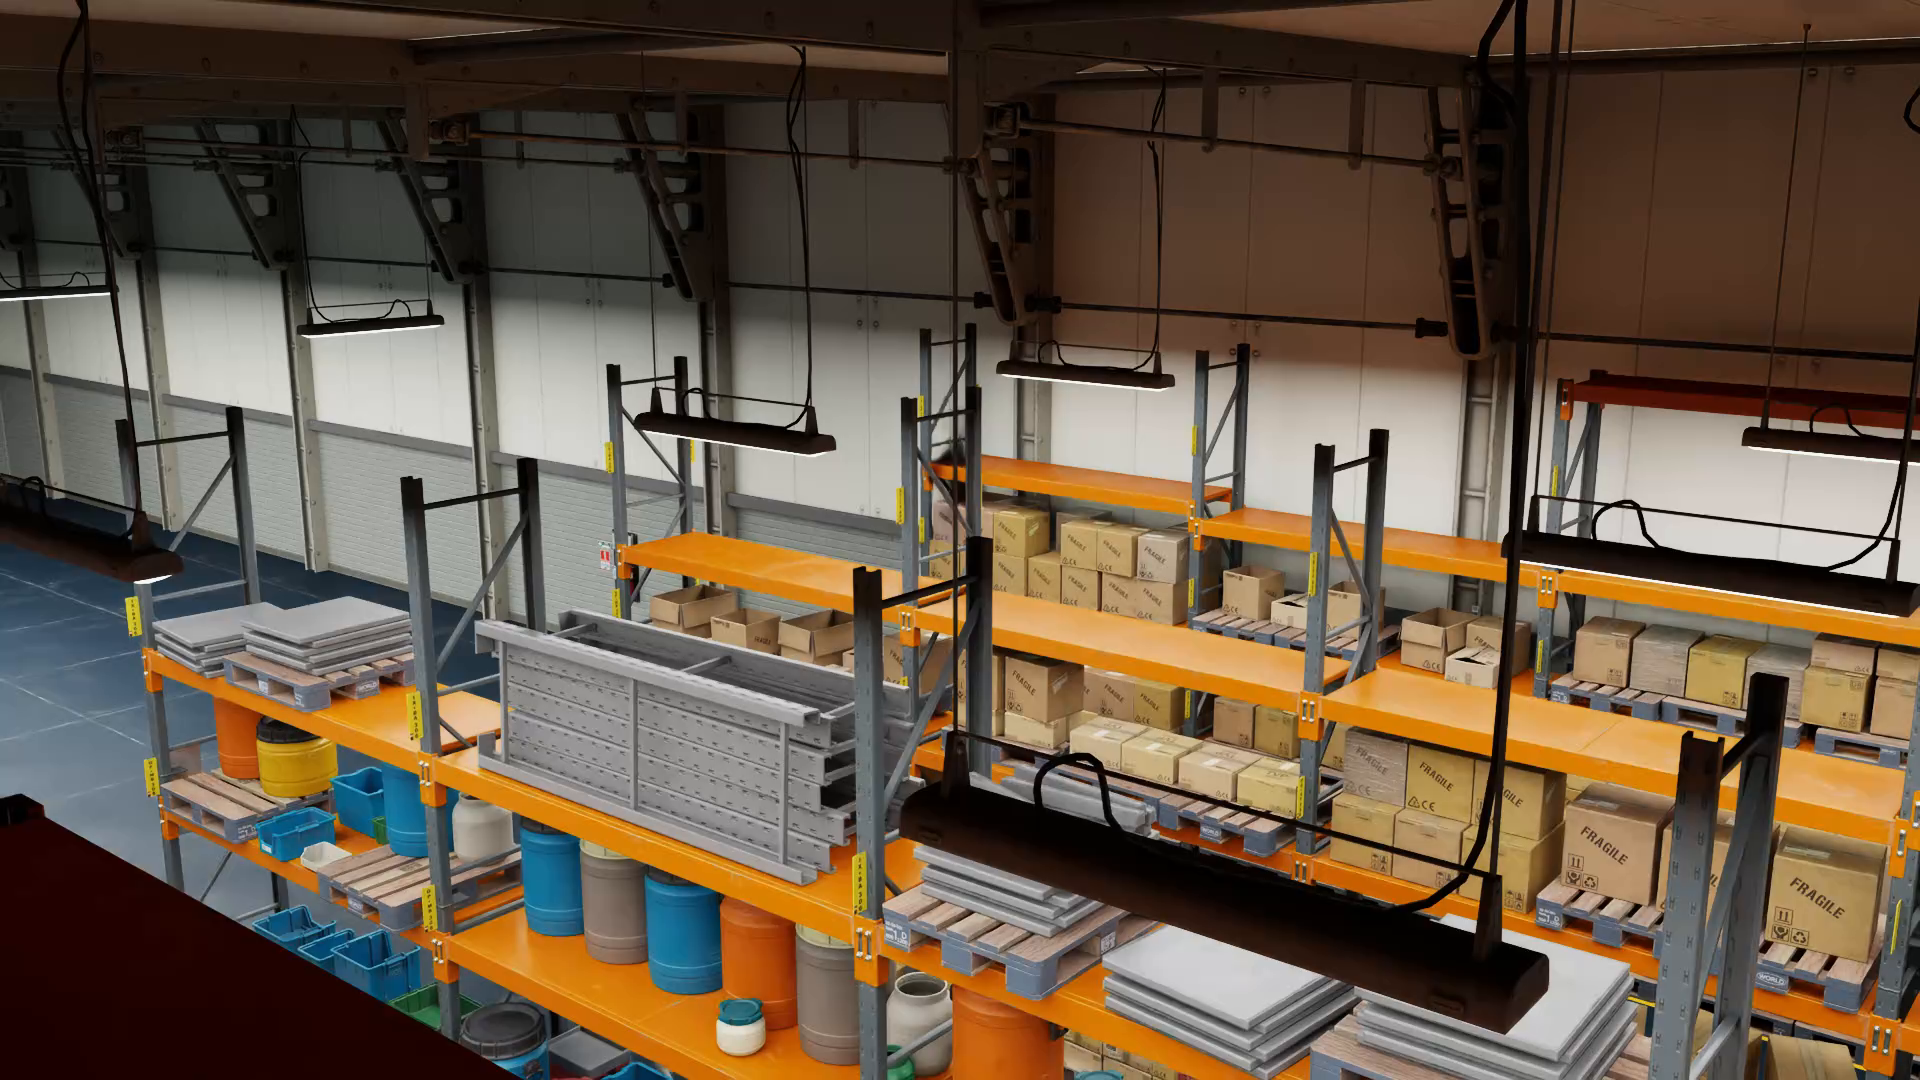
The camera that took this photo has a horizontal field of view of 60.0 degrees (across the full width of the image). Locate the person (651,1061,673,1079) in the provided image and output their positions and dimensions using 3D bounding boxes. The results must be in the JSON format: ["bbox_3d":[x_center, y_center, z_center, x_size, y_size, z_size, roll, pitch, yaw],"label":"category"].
[{"bbox_3d":[-2.772,4.116,14.303,0.823,1.626,0.534,10,16,37],"label":"person"}]
